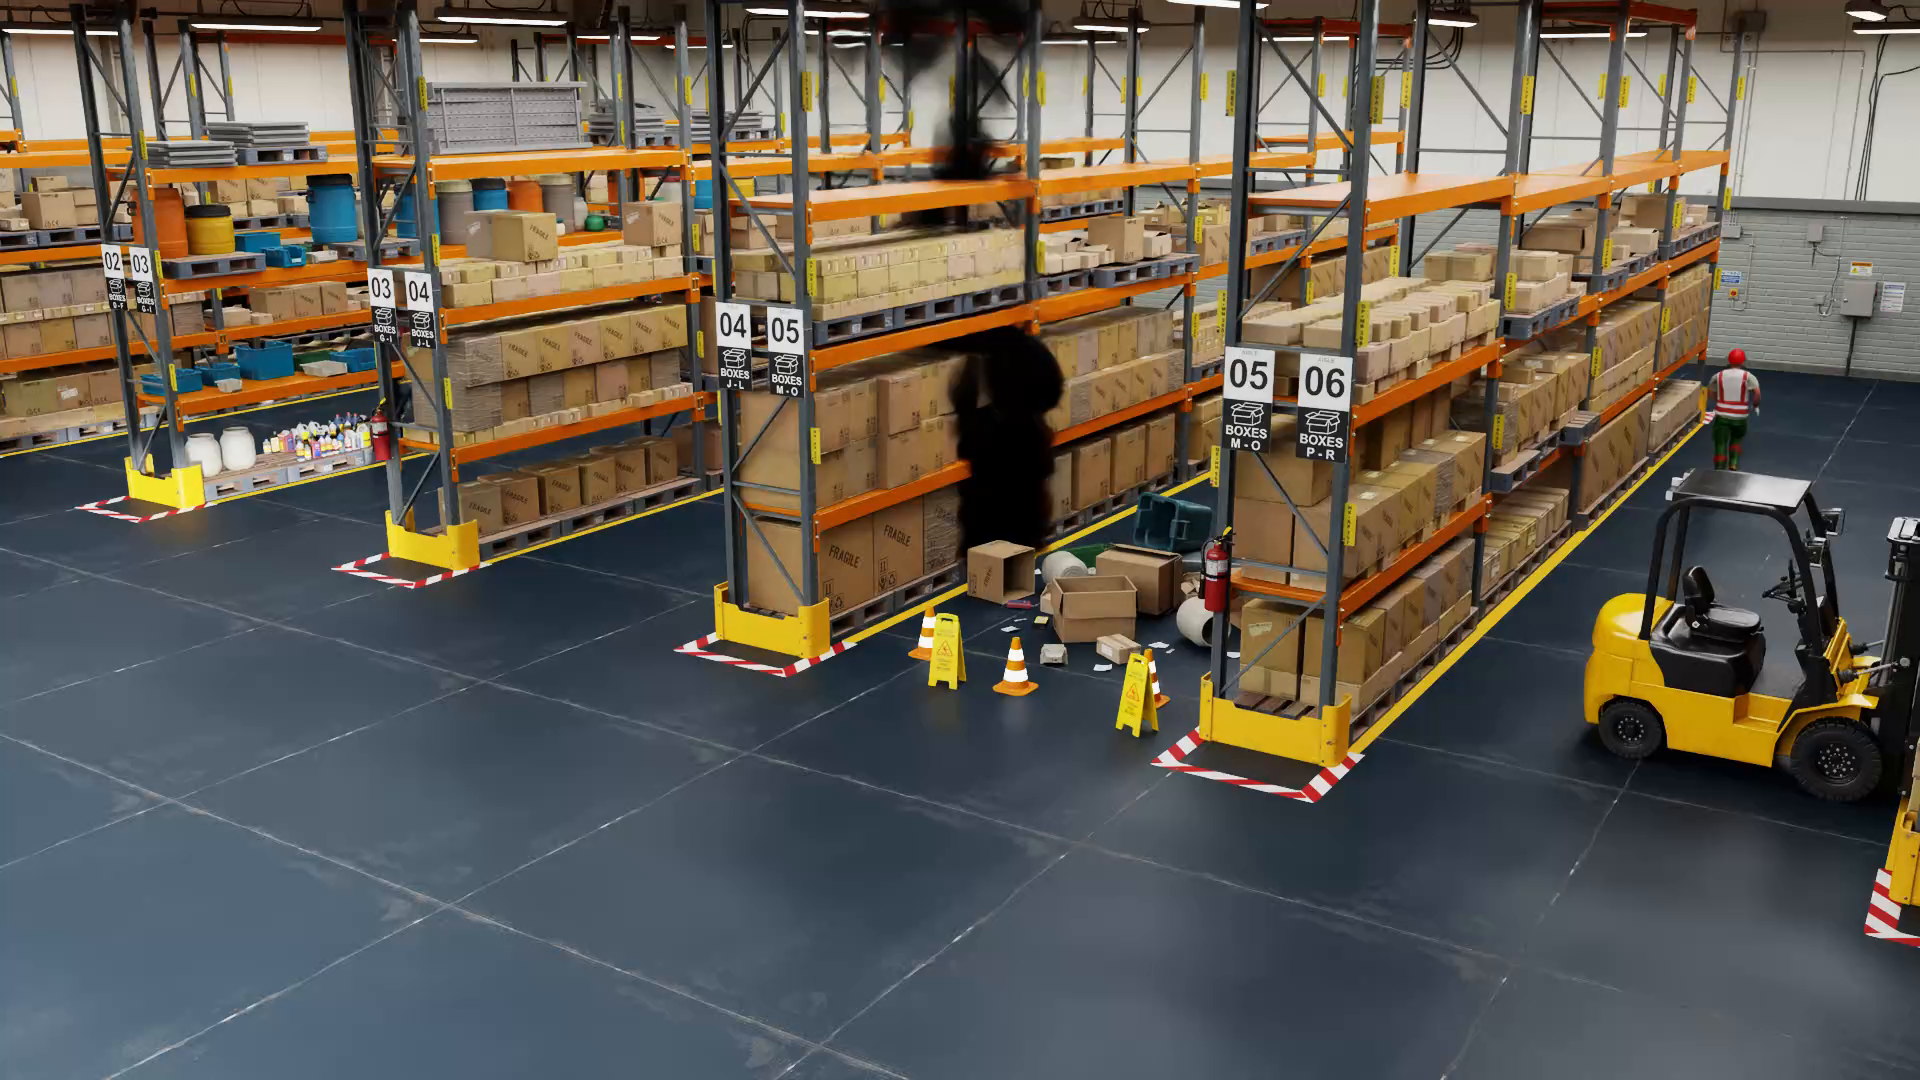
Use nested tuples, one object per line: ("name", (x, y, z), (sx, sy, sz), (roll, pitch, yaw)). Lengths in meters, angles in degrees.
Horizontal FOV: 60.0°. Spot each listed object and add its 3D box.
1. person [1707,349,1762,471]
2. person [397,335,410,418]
("person", (10.077, -1.624, 21.721), (0.641, 1.775, 0.690), (7, 17, 23))
("person", (-8.798, -2.626, 25.784), (0.545, 1.564, 0.490), (10, 18, 31))
